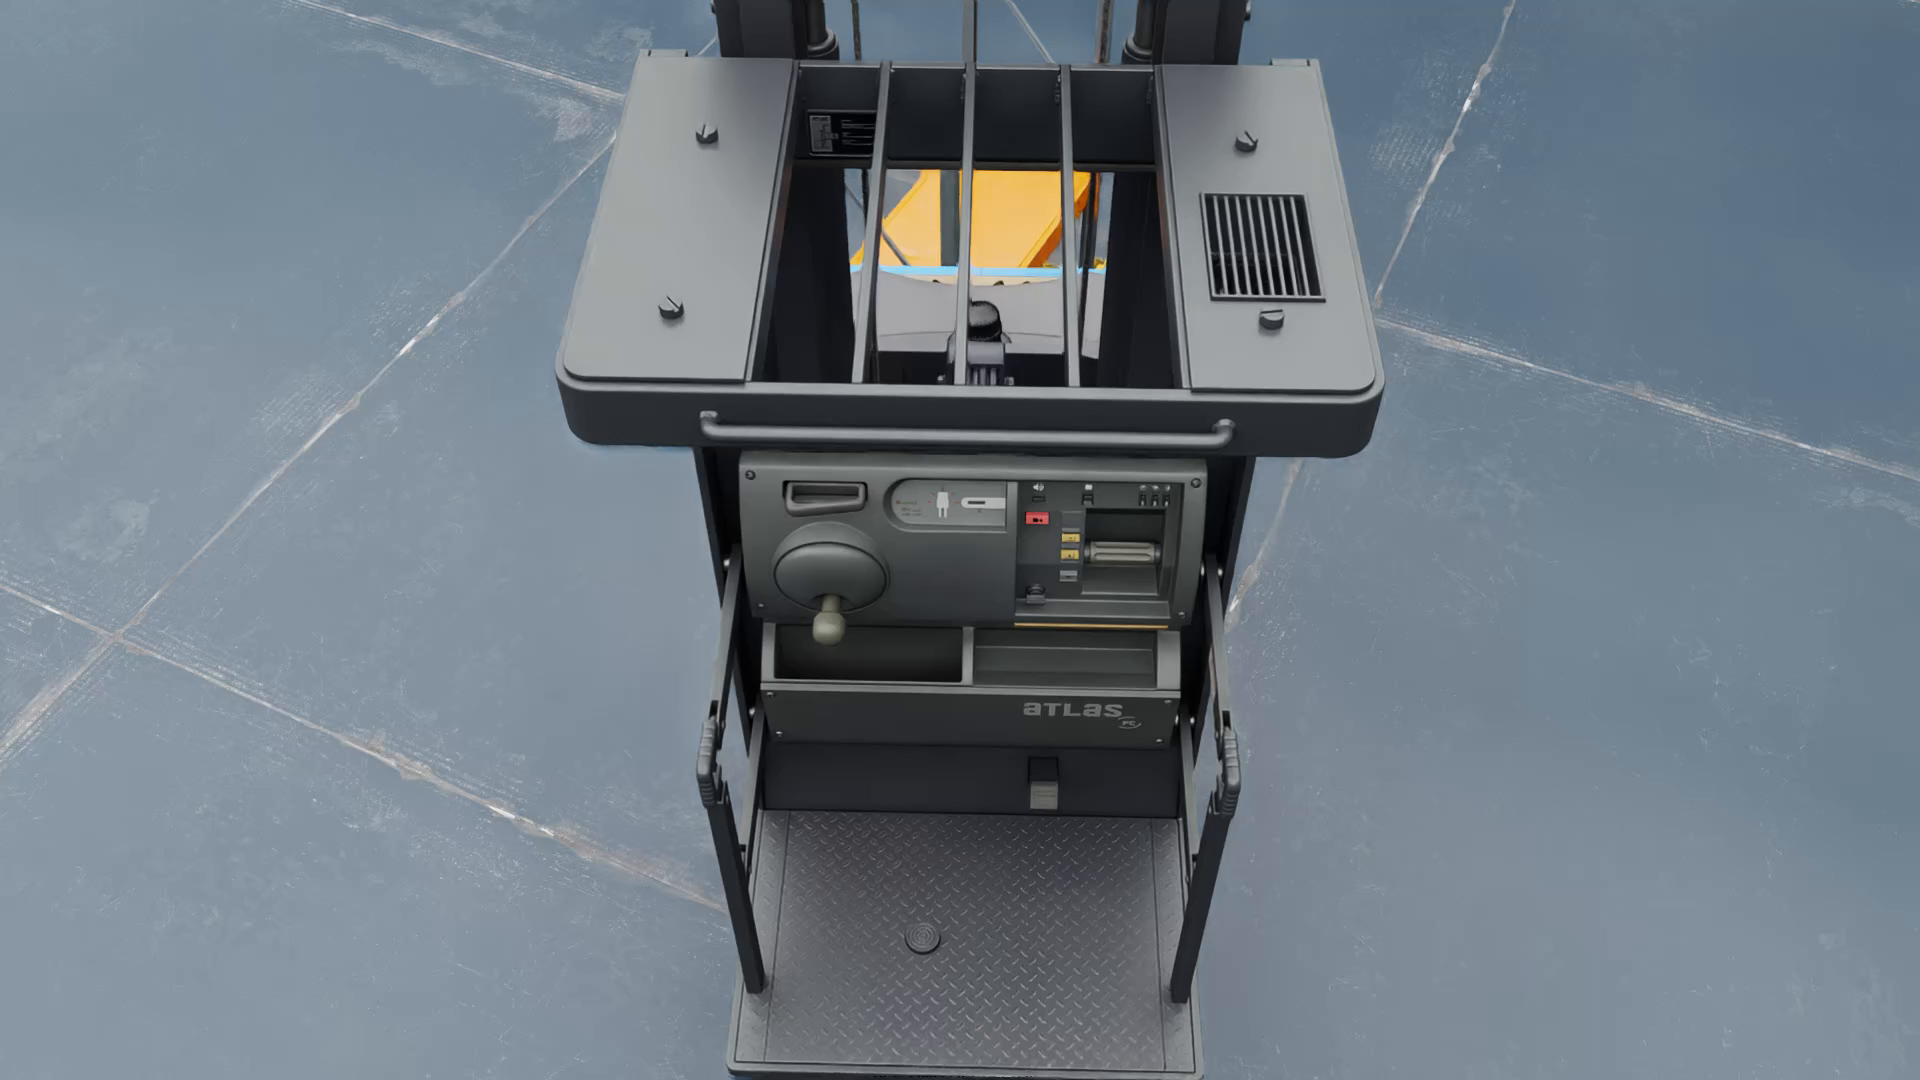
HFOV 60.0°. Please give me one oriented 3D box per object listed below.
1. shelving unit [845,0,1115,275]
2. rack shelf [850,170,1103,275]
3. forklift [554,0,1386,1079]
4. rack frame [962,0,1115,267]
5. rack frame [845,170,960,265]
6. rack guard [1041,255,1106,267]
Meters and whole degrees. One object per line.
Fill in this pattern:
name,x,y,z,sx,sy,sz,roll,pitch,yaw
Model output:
shelving unit,0.007,-1.029,5.141,0.587,1.500,1.083,21,53,17
rack shelf,0.002,-0.907,5.273,0.538,0.185,1.000,21,53,17
forklift,0.021,0.127,3.217,1.130,2.935,3.031,1,50,1
rack frame,0.234,-1.368,5.429,0.500,1.500,0.032,21,53,17
rack frame,-0.230,-0.679,4.843,0.500,1.500,0.032,21,53,17
rack guard,0.234,-0.962,5.904,0.587,0.250,0.087,21,53,17
